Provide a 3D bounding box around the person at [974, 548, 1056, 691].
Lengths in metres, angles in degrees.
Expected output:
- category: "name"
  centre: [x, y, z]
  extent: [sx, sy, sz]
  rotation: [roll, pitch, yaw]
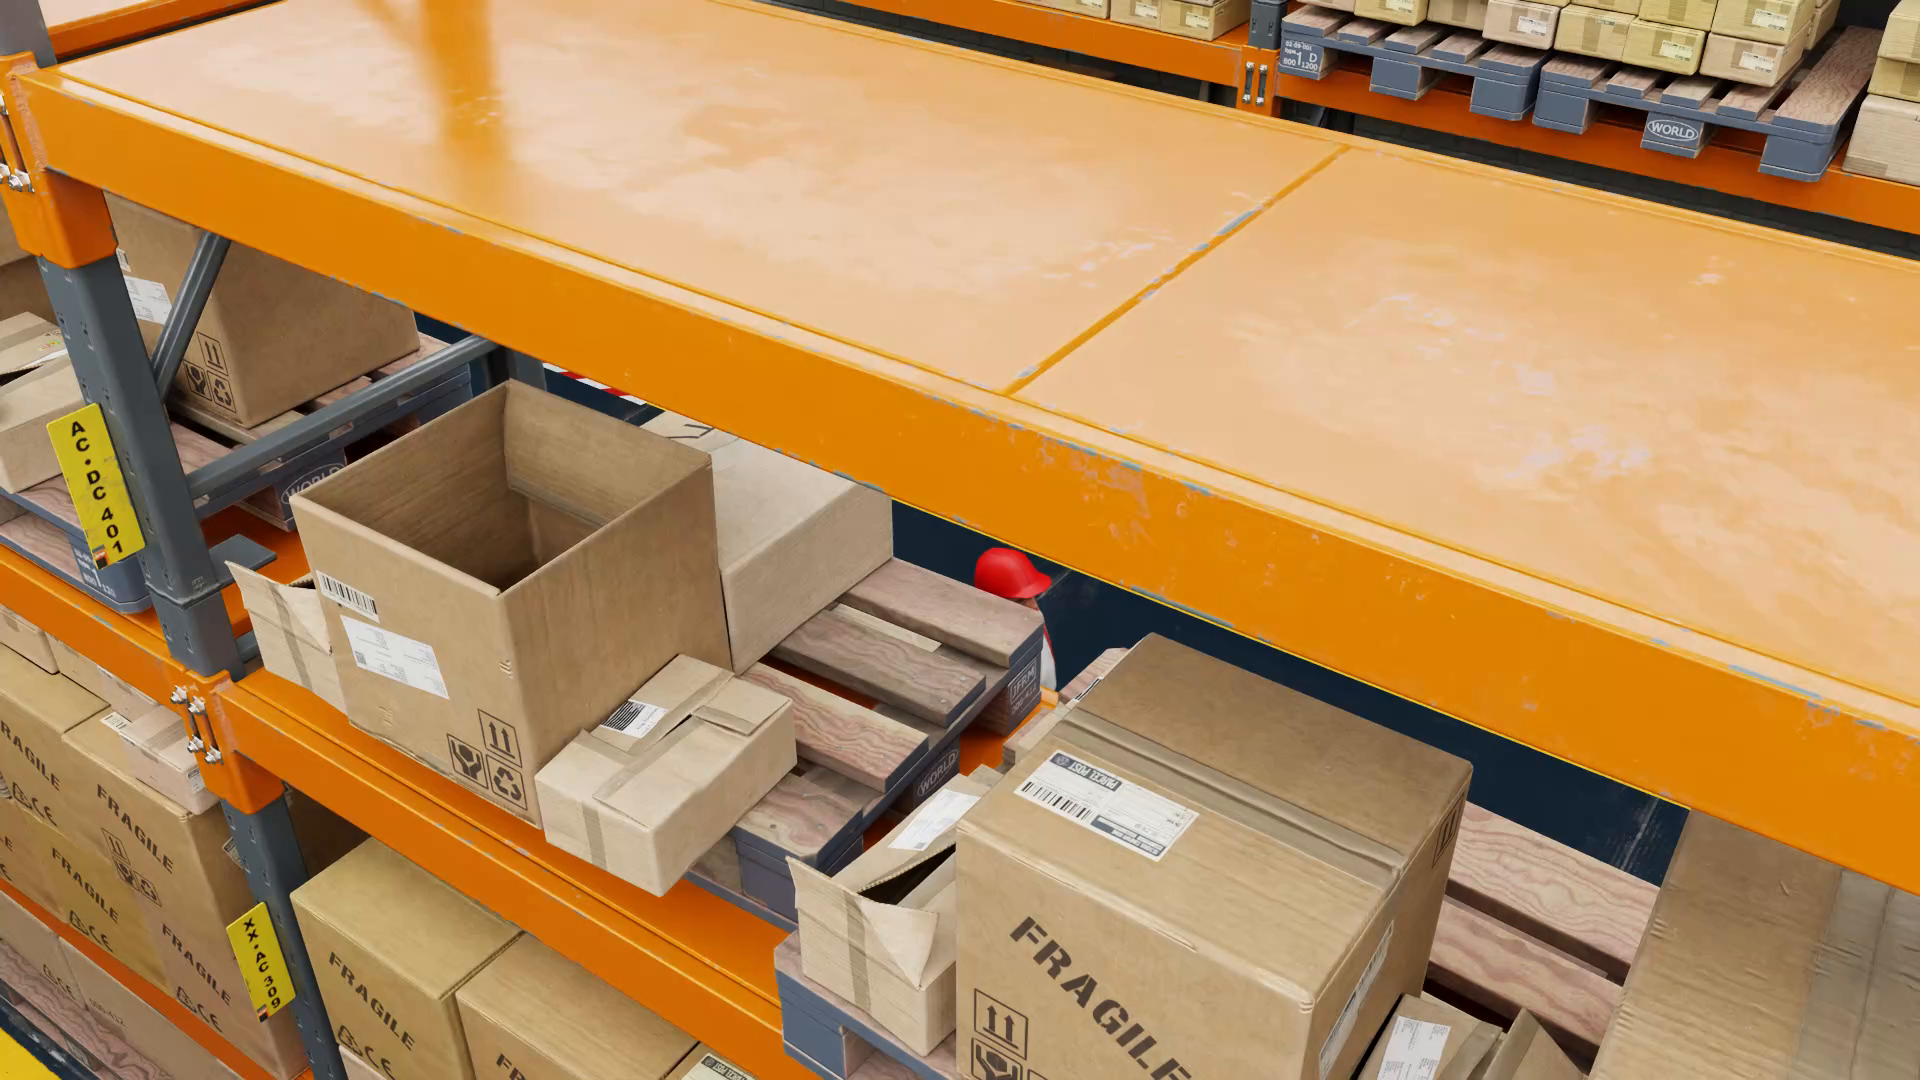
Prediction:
- category: "person"
  centre: [0.180, 0.789, 6.135]
  extent: [0.359, 1.795, 0.544]
  rotation: [21, 40, 28]
